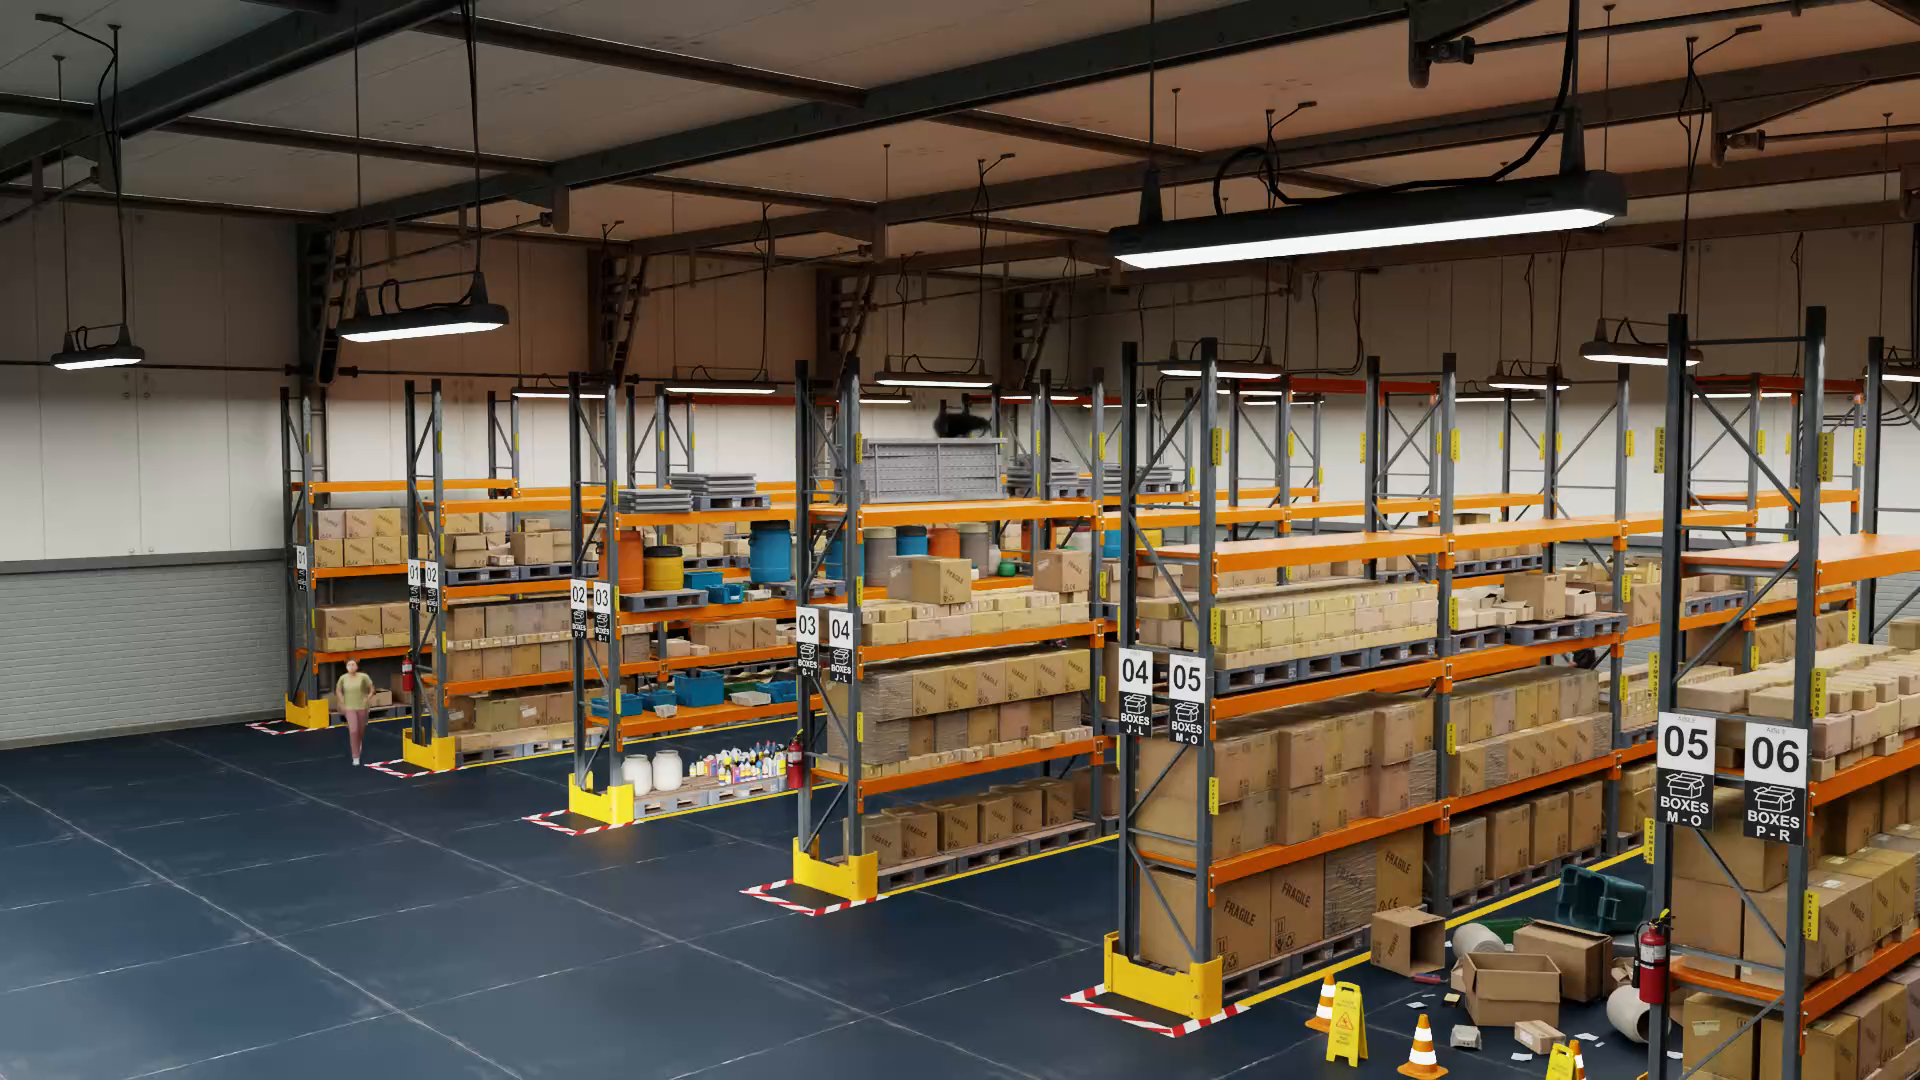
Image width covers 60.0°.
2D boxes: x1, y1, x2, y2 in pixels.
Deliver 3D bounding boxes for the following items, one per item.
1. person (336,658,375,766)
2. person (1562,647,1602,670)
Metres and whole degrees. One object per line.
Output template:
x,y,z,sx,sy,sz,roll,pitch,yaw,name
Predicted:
-9.526,2.672,26.219,0.577,1.678,0.765,-1,4,-17,person
11.225,2.401,30.051,0.739,1.770,0.733,-3,5,-44,person
